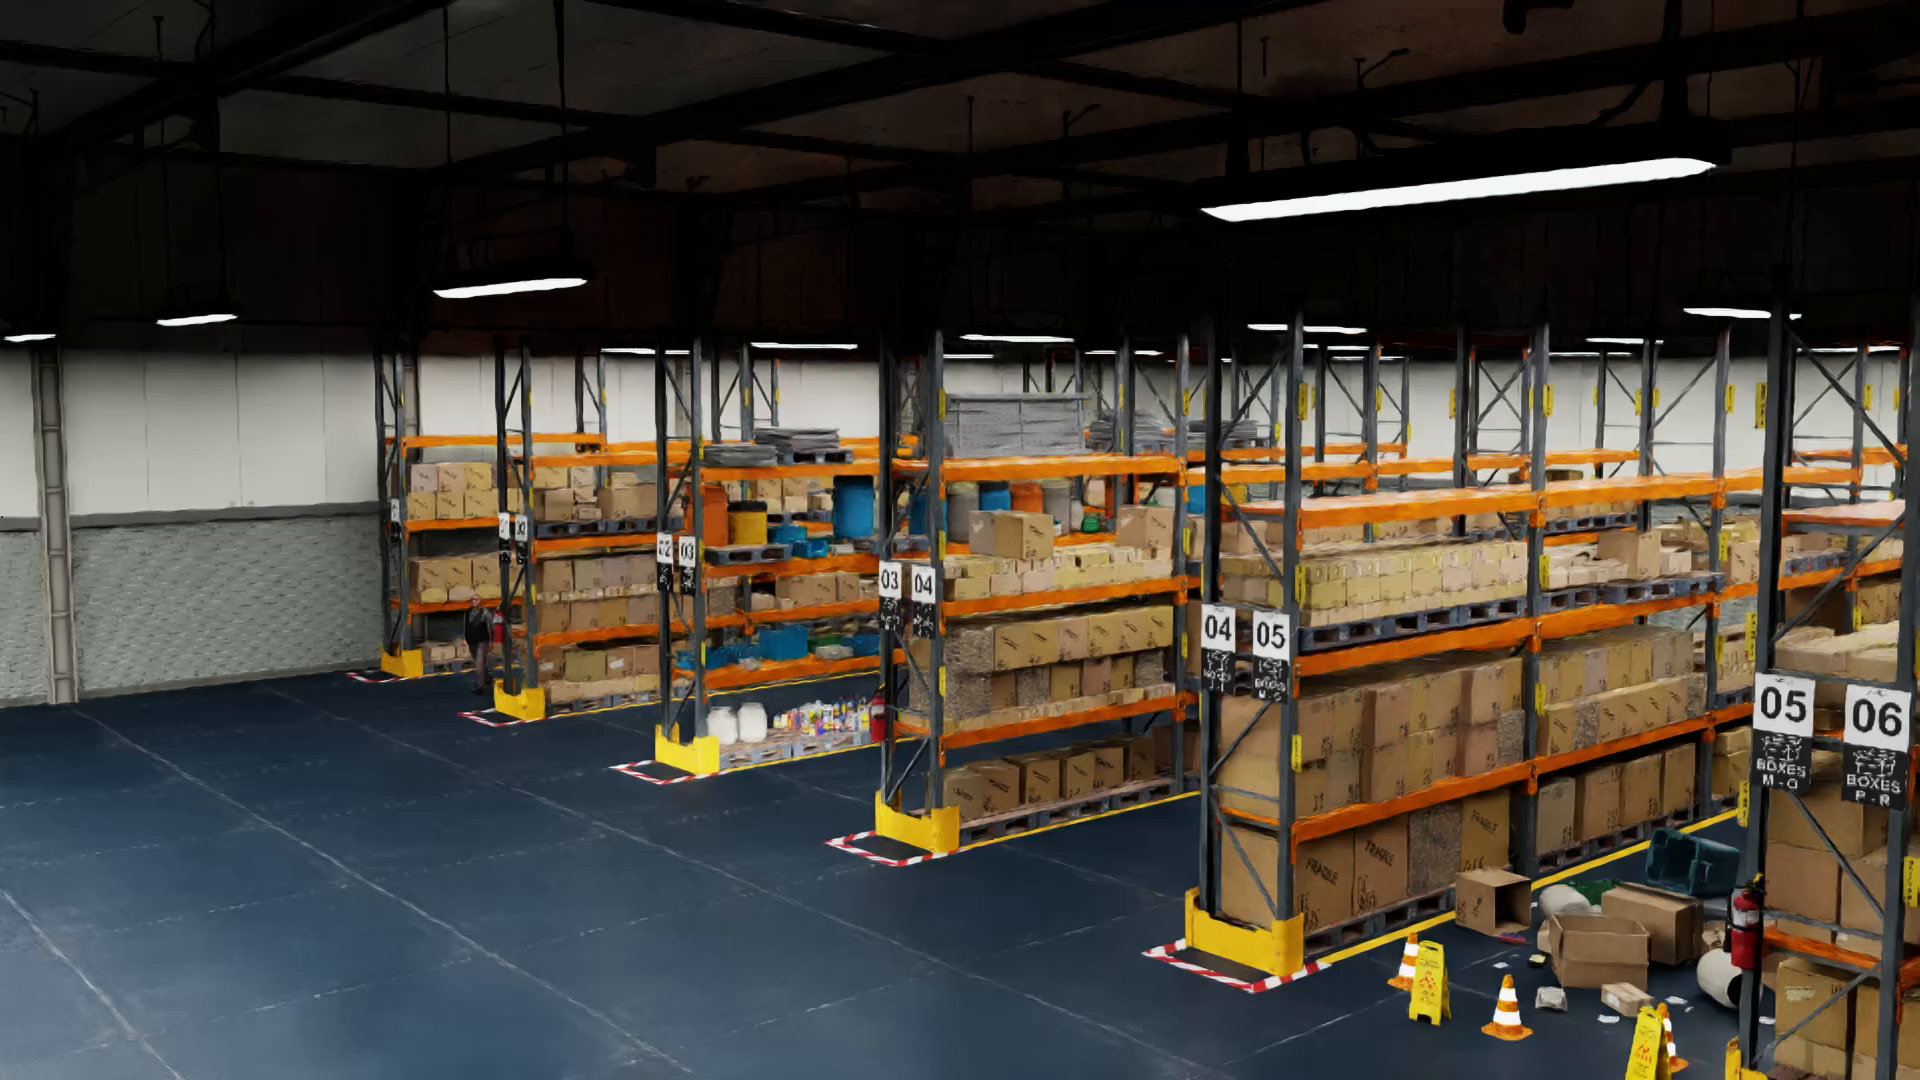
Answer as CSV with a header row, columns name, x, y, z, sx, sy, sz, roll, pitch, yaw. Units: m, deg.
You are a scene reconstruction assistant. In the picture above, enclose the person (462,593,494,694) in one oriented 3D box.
name,x,y,z,sx,sy,sz,roll,pitch,yaw
person,-8.230,1.735,28.349,0.588,1.678,0.931,2,6,23
